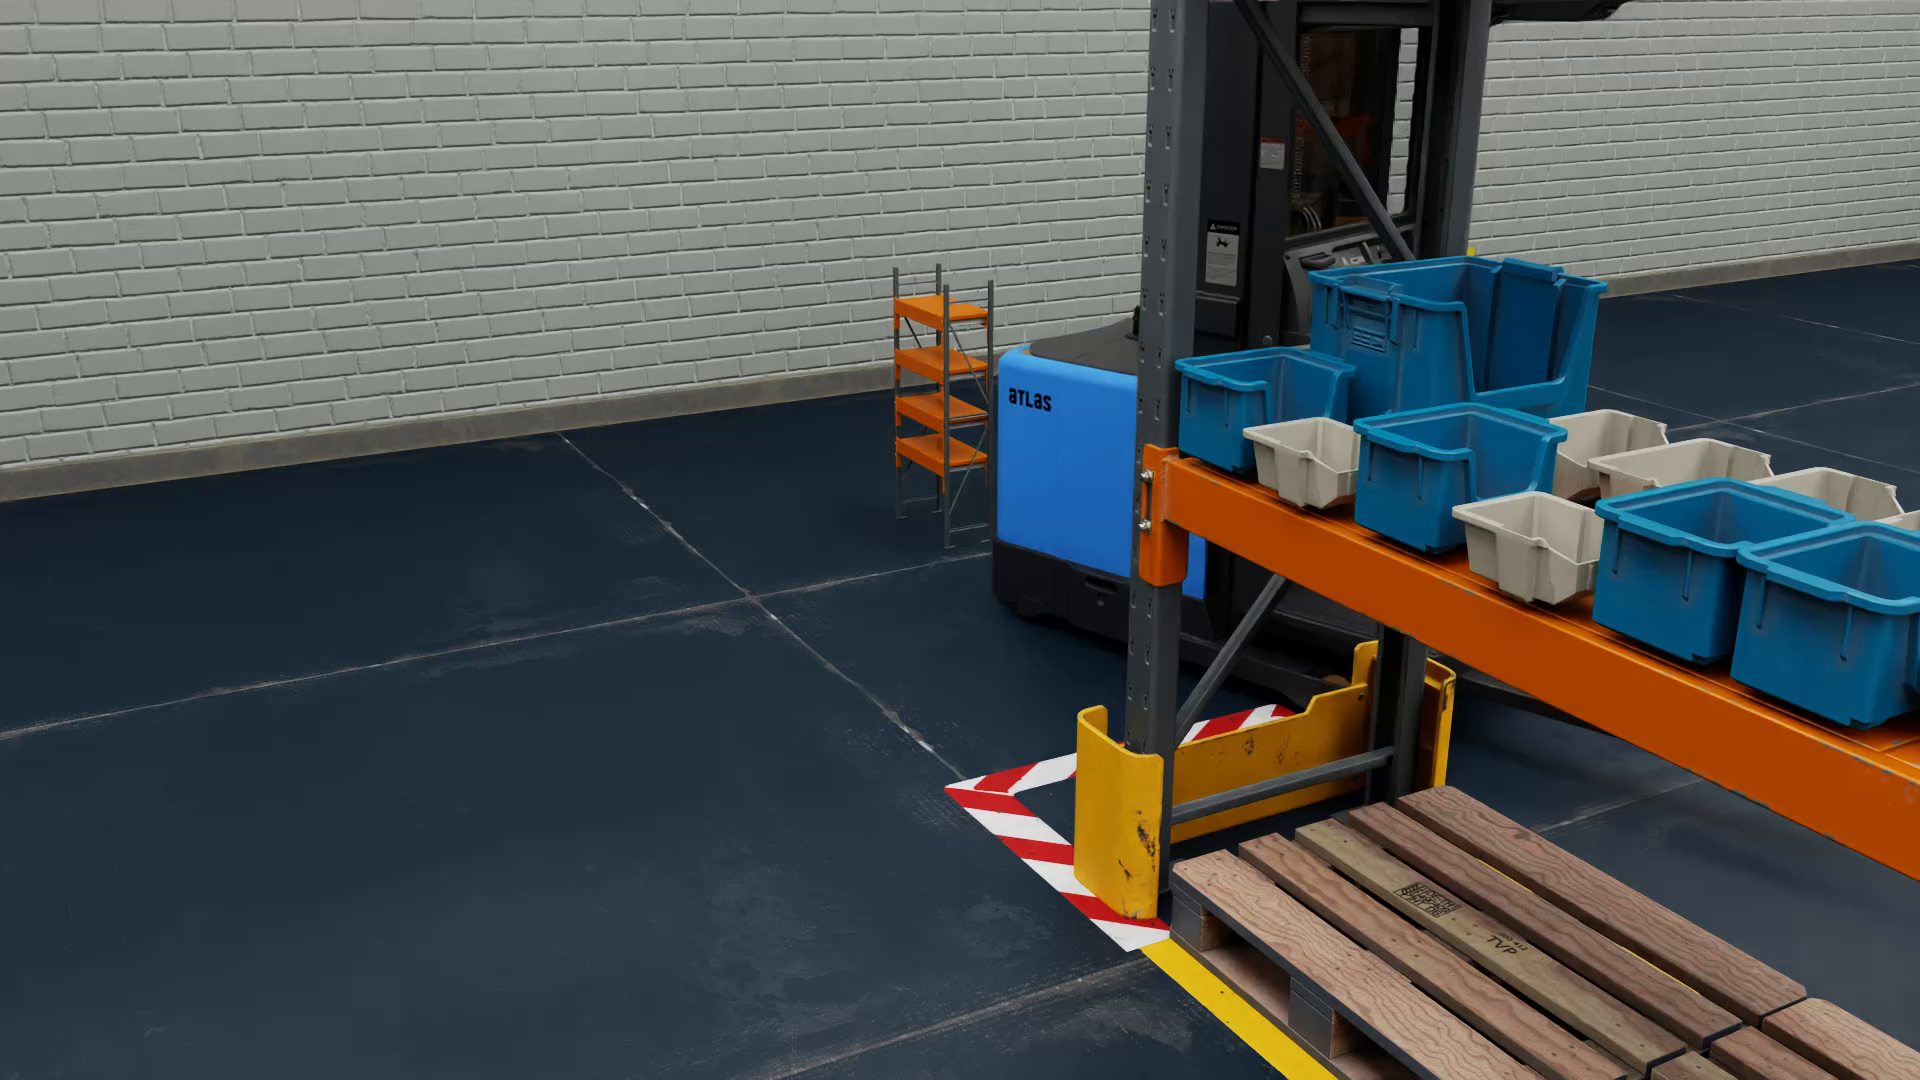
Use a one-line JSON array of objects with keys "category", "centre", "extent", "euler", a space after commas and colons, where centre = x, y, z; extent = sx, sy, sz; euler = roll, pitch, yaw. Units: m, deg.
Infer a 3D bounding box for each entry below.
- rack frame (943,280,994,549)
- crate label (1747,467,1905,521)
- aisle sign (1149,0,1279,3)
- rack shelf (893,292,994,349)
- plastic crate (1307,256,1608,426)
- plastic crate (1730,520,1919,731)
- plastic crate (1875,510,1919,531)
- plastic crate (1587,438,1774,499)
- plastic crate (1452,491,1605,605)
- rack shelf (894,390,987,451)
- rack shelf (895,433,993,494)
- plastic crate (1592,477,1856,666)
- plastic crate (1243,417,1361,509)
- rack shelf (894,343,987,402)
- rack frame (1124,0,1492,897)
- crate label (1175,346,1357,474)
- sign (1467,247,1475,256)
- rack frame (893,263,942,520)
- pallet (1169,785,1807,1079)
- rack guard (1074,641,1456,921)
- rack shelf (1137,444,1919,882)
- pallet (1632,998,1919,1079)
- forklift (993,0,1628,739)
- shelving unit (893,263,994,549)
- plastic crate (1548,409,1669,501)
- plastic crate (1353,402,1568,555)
[{"category": "rack frame", "centre": [0.037, -0.545, 7.370], "extent": [0.240, 1.200, 0.015], "euler": [-10, 21, -27]}, {"category": "crate label", "centre": [1.750, -0.031, 3.434], "extent": [0.396, 0.136, 0.243], "euler": [-10, 21, -27]}, {"category": "aisle sign", "centre": [0.629, -1.698, 3.969], "extent": [0.394, 0.787, 0.004], "euler": [-10, 21, -27]}, {"category": "rack shelf", "centre": [-0.079, -0.986, 7.445], "extent": [0.258, 0.148, 0.480], "euler": [-10, 21, -27]}, {"category": "plastic crate", "centre": [1.248, -0.473, 4.256], "extent": [0.616, 0.435, 0.499], "euler": [-10, 21, -27]}, {"category": "plastic crate", "centre": [1.520, 0.142, 2.786], "extent": [0.416, 0.233, 0.300], "euler": [-10, 21, -27]}, {"category": "plastic crate", "centre": [1.907, 0.051, 3.196], "extent": [0.298, 0.136, 0.250], "euler": [-10, 21, -27]}, {"category": "plastic crate", "centre": [1.597, -0.107, 3.655], "extent": [0.396, 0.136, 0.243], "euler": [-10, 21, -27]}, {"category": "plastic crate", "centre": [1.154, 0.023, 3.278], "extent": [0.250, 0.136, 0.298], "euler": [-10, 21, -27]}, {"category": "rack shelf", "centre": [-0.079, -0.551, 7.595], "extent": [0.258, 0.148, 0.480], "euler": [-10, 21, -27]}, {"category": "rack shelf", "centre": [-0.079, -0.363, 7.660], "extent": [0.258, 0.148, 0.480], "euler": [-10, 21, -27]}, {"category": "plastic crate", "centre": [1.378, 0.056, 3.035], "extent": [0.416, 0.233, 0.300], "euler": [-10, 21, -27]}, {"category": "plastic crate", "centre": [0.832, -0.172, 3.842], "extent": [0.250, 0.136, 0.298], "euler": [-10, 21, -27]}, {"category": "rack shelf", "centre": [-0.079, -0.763, 7.522], "extent": [0.258, 0.148, 0.480], "euler": [-10, 21, -27]}, {"category": "rack frame", "centre": [0.925, -0.495, 4.466], "extent": [1.000, 3.000, 0.127], "euler": [-10, 21, -27]}, {"category": "crate label", "centre": [0.753, -0.322, 4.131], "extent": [0.416, 0.233, 0.303], "euler": [-10, 21, -27]}, {"category": "sign", "centre": [1.401, -0.662, 4.700], "extent": [0.100, 0.325, 0.005], "euler": [-10, 21, -27]}, {"category": "rack frame", "centre": [-0.194, -0.685, 7.776], "extent": [0.240, 1.200, 0.015], "euler": [-10, 21, -27]}, {"category": "pallet", "centre": [1.282, 1.066, 4.218], "extent": [1.003, 0.211, 1.213], "euler": [-10, 21, -27]}, {"category": "rack guard", "centre": [0.902, 0.682, 4.888], "extent": [1.175, 0.500, 0.348], "euler": [-10, 21, -27]}, {"category": "rack shelf", "centre": [1.875, 0.420, 2.920], "extent": [1.077, 0.370, 4.000], "euler": [-10, 21, -27]}, {"category": "pallet", "centre": [1.858, 1.416, 3.204], "extent": [1.003, 0.211, 1.213], "euler": [-10, 21, -27]}, {"category": "forklift", "centre": [1.563, -0.897, 5.739], "extent": [3.031, 2.935, 1.130], "euler": [16, 25, 39]}, {"category": "shelving unit", "centre": [-0.079, -0.615, 7.573], "extent": [0.258, 1.200, 0.503], "euler": [-10, 21, -27]}, {"category": "plastic crate", "centre": [1.472, -0.192, 3.902], "extent": [0.396, 0.136, 0.243], "euler": [-10, 21, -27]}, {"category": "plastic crate", "centre": [1.065, -0.133, 3.583], "extent": [0.416, 0.233, 0.300], "euler": [-10, 21, -27]}]
